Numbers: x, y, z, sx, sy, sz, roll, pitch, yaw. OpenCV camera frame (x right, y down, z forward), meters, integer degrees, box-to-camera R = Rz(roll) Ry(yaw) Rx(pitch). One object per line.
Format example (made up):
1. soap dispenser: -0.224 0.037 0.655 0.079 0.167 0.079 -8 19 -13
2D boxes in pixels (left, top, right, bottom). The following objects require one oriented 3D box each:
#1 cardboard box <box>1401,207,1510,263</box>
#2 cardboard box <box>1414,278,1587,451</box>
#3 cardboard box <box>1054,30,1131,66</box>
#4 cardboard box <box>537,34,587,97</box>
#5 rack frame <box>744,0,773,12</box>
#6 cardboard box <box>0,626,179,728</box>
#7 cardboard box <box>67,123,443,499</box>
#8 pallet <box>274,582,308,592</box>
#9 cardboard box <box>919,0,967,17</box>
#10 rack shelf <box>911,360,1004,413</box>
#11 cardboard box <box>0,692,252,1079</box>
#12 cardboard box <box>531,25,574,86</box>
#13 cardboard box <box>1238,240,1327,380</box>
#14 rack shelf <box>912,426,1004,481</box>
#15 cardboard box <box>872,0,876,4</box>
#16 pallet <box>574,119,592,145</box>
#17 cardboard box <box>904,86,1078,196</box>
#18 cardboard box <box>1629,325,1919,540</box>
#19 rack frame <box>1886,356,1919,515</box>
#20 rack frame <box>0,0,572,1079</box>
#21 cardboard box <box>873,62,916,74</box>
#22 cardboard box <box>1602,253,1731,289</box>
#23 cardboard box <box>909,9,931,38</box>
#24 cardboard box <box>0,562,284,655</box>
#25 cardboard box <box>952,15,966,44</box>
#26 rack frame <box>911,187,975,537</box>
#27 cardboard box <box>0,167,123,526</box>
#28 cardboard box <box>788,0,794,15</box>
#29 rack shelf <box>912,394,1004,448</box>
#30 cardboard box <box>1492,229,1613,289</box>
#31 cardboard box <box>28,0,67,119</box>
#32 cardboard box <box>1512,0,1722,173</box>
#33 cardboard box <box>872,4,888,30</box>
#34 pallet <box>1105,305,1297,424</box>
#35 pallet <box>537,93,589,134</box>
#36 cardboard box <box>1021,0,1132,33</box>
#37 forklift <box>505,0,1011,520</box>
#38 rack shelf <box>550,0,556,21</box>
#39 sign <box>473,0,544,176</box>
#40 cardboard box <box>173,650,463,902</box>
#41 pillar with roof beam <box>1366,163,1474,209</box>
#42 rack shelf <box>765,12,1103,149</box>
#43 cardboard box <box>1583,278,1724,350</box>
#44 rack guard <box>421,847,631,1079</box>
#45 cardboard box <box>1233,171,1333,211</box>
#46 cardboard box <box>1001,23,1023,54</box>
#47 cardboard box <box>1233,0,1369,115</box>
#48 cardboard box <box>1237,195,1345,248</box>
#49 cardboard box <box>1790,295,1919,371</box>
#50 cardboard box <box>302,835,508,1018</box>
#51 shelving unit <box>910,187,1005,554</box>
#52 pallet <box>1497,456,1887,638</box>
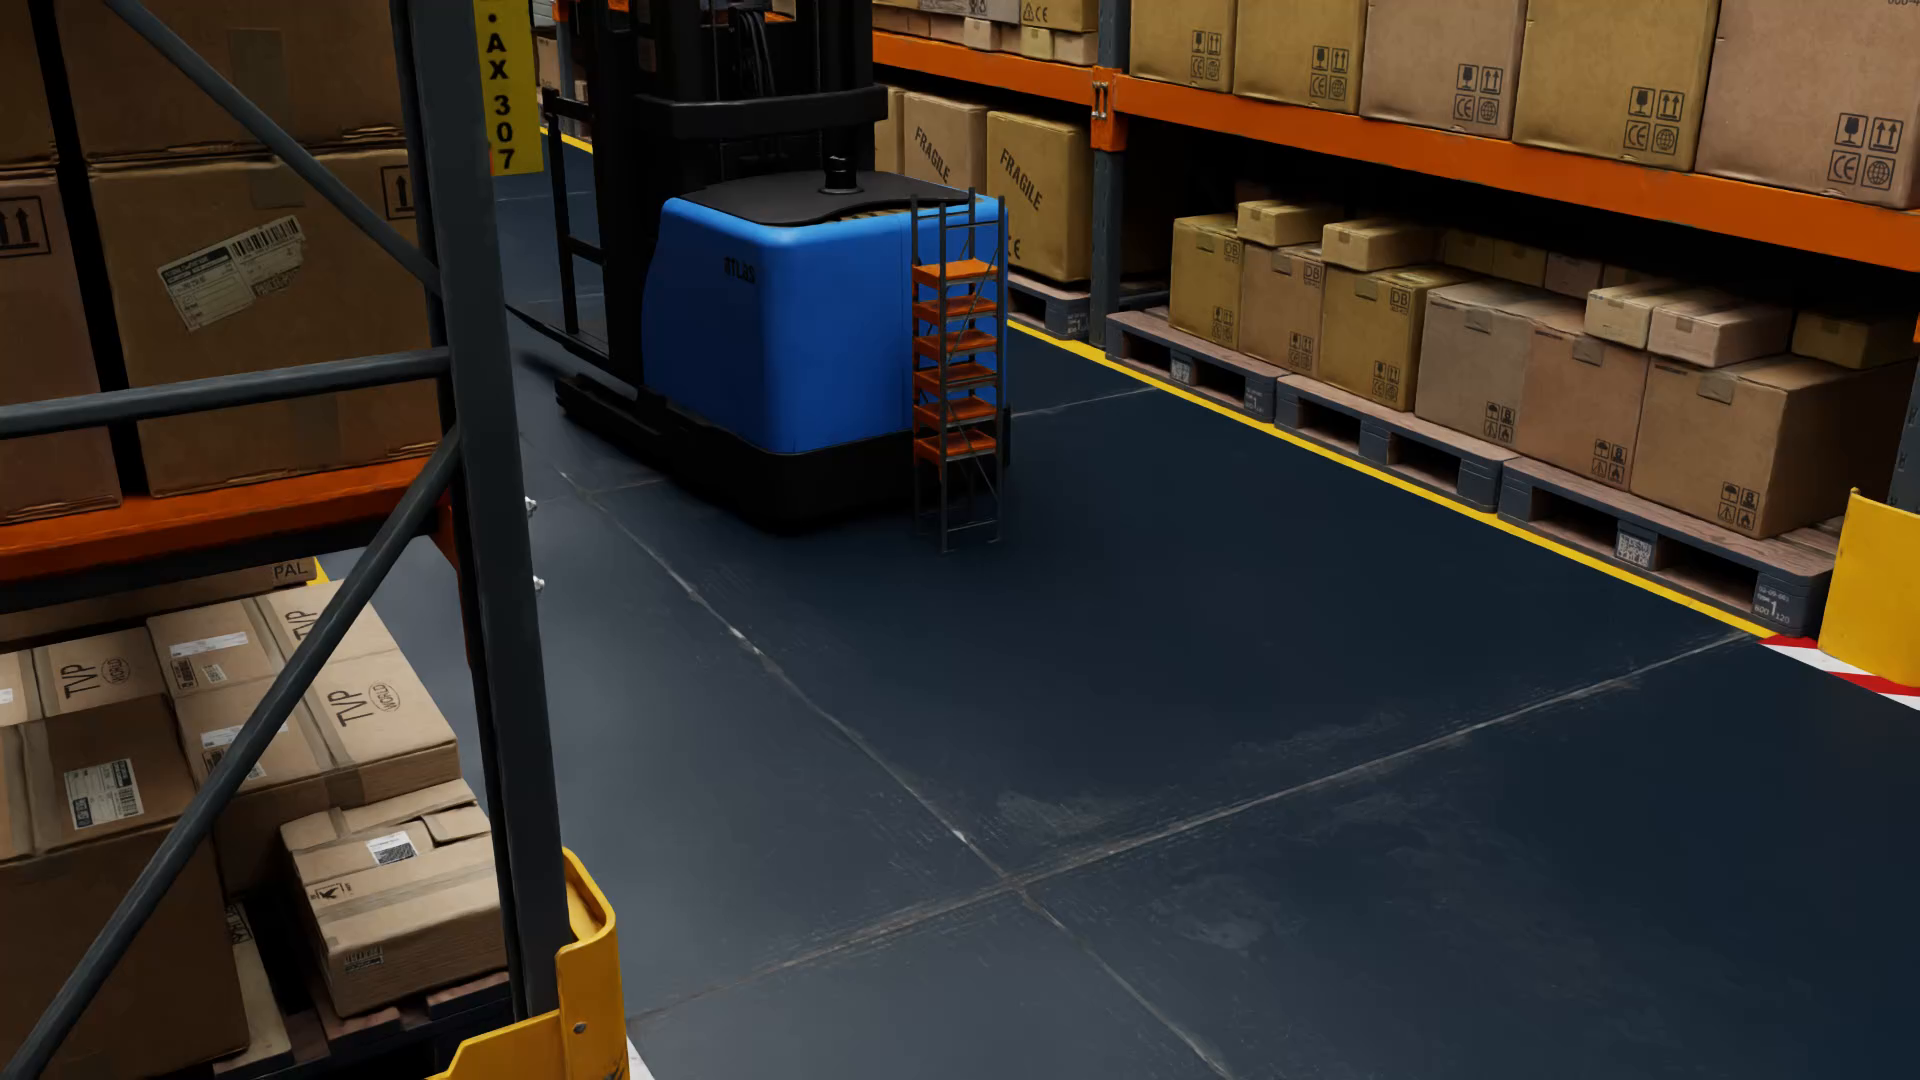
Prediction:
1. cardboard box: 2.017 -1.249 6.802 0.380 0.149 0.250 -12 25 -28
2. cardboard box: 2.179 -0.700 6.312 0.700 0.500 0.500 -14 26 -30
3. cardboard box: 0.676 -2.374 7.976 0.380 0.149 0.250 -12 25 -28
4. cardboard box: -3.559 -4.390 15.364 0.500 0.500 0.500 -15 26 -32
5. rack frame: -0.951 -3.721 10.982 1.000 3.000 0.127 -13 25 -28
6. cardboard box: -2.070 0.451 3.786 0.500 0.250 0.500 -13 25 -28
7. cardboard box: -1.121 -0.418 2.723 0.500 0.500 0.500 -12 25 -27
8. pallet: -2.187 0.438 4.455 1.003 0.211 1.213 -13 25 -28
9. cardboard box: 0.121 -3.048 8.772 0.500 0.500 0.500 -13 25 -28
10. rack shelf: -0.007 -0.519 5.614 0.258 0.103 0.180 -13 25 -28
11. cardboard box: -1.611 0.648 2.968 0.500 0.500 0.500 -13 25 -28
12. cardboard box: -4.138 -4.684 16.086 0.700 0.500 0.500 -14 26 -32
13. cardboard box: 1.640 -1.038 7.143 0.700 0.500 0.500 -13 25 -29
14. rack shelf: -0.007 -0.297 5.704 0.258 0.103 0.180 -13 25 -28
15. cardboard box: -0.411 -3.376 9.579 0.500 0.500 0.500 -13 25 -28
16. pallet: -2.595 -3.472 14.074 1.003 0.211 1.213 -13 25 -28
17. cardboard box: 0.192 -2.097 9.285 0.750 0.750 0.750 -12 25 -27
18. cardboard box: 2.692 -0.375 5.513 0.700 0.500 0.500 -13 25 -28
19. rack frame: 3.136 -1.131 4.611 1.000 3.000 0.127 -13 25 -28
20. rack frame: -1.118 -0.178 2.266 0.949 2.616 0.053 -13 25 -28
21. cardboard box: -0.688 -2.656 10.660 0.750 0.750 0.750 -13 25 -29
22. cardboard box: 2.541 -0.919 5.988 0.380 0.149 0.250 -12 25 -28
23. cardboard box: -0.061 -2.882 9.225 0.380 0.149 0.250 -12 25 -27
24. cardboard box: -2.200 0.088 4.343 0.797 0.503 0.637 -13 25 -28
25. cardboard box: 0.180 -2.710 8.802 0.380 0.149 0.250 -13 25 -28
26. rack frame: -0.054 -0.590 5.670 0.240 1.200 0.006 -13 25 -28
27. cardboard box: -1.584 -0.316 2.473 0.500 0.500 0.500 -12 25 -27
28. cardboard box: -0.861 -3.379 10.449 0.380 0.149 0.250 -12 25 -28
29. rack shelf: -0.007 -0.408 5.659 0.258 0.103 0.180 -13 25 -28
30. cardboard box: 2.279 -1.084 6.395 0.380 0.149 0.250 -12 25 -28
31. cardboard box: -1.395 -1.049 2.948 0.500 0.500 0.500 -12 25 -28
32. cardboard box: 2.485 -1.667 5.530 0.980 0.700 0.700 -13 25 -29
33. cardboard box: -0.301 -3.052 9.643 0.380 0.149 0.250 -12 25 -27
34. pallet: 1.414 -0.873 7.679 1.003 0.211 1.213 -13 25 -28
35. pallet: -3.368 -3.935 15.211 1.003 0.211 1.213 -13 25 -28
36. cardboard box: 0.640 -2.720 7.967 0.500 0.500 0.500 -13 26 -29
37. forklift: -1.075 -1.924 6.651 1.130 2.935 3.031 -15 27 -33
38. rack shelf: -4.016 -5.330 15.896 1.077 0.370 4.000 -13 25 -28
39. sign: -0.655 -0.683 2.358 0.100 0.325 0.005 -13 25 -28
40. cardboard box: -1.410 0.500 3.664 0.500 0.250 0.500 -13 25 -28
41. pillar with roof beam: -1.507 -4.317 4.482 9.100 9.000 0.400 -13 25 -28
42. rack shelf: 0.071 -2.740 9.525 1.077 0.370 4.000 -13 25 -28
43. cardboard box: 2.339 -0.765 5.610 0.380 0.149 0.250 -12 25 -27
44. rack guard: -1.160 0.956 2.795 1.175 0.500 0.348 -13 25 -28
45. cardboard box: 1.483 -1.587 7.632 0.380 0.149 0.250 -13 25 -29
46. cardboard box: 0.434 -2.544 8.393 0.380 0.149 0.250 -12 25 -27
47. cardboard box: 1.724 -2.149 6.717 0.980 0.700 0.700 -13 26 -30
48. cardboard box: 1.404 -1.355 7.063 0.380 0.149 0.250 -12 25 -26
49. cardboard box: 2.928 -0.674 5.386 0.380 0.149 0.250 -12 25 -28
50. cardboard box: -1.040 0.738 3.214 0.380 0.149 0.250 -13 25 -28
51. shelving unit: -0.007 -0.561 5.597 0.258 1.200 0.189 -13 25 -28
52. pallet: 2.660 -0.083 5.736 1.003 0.211 1.213 -13 25 -28
